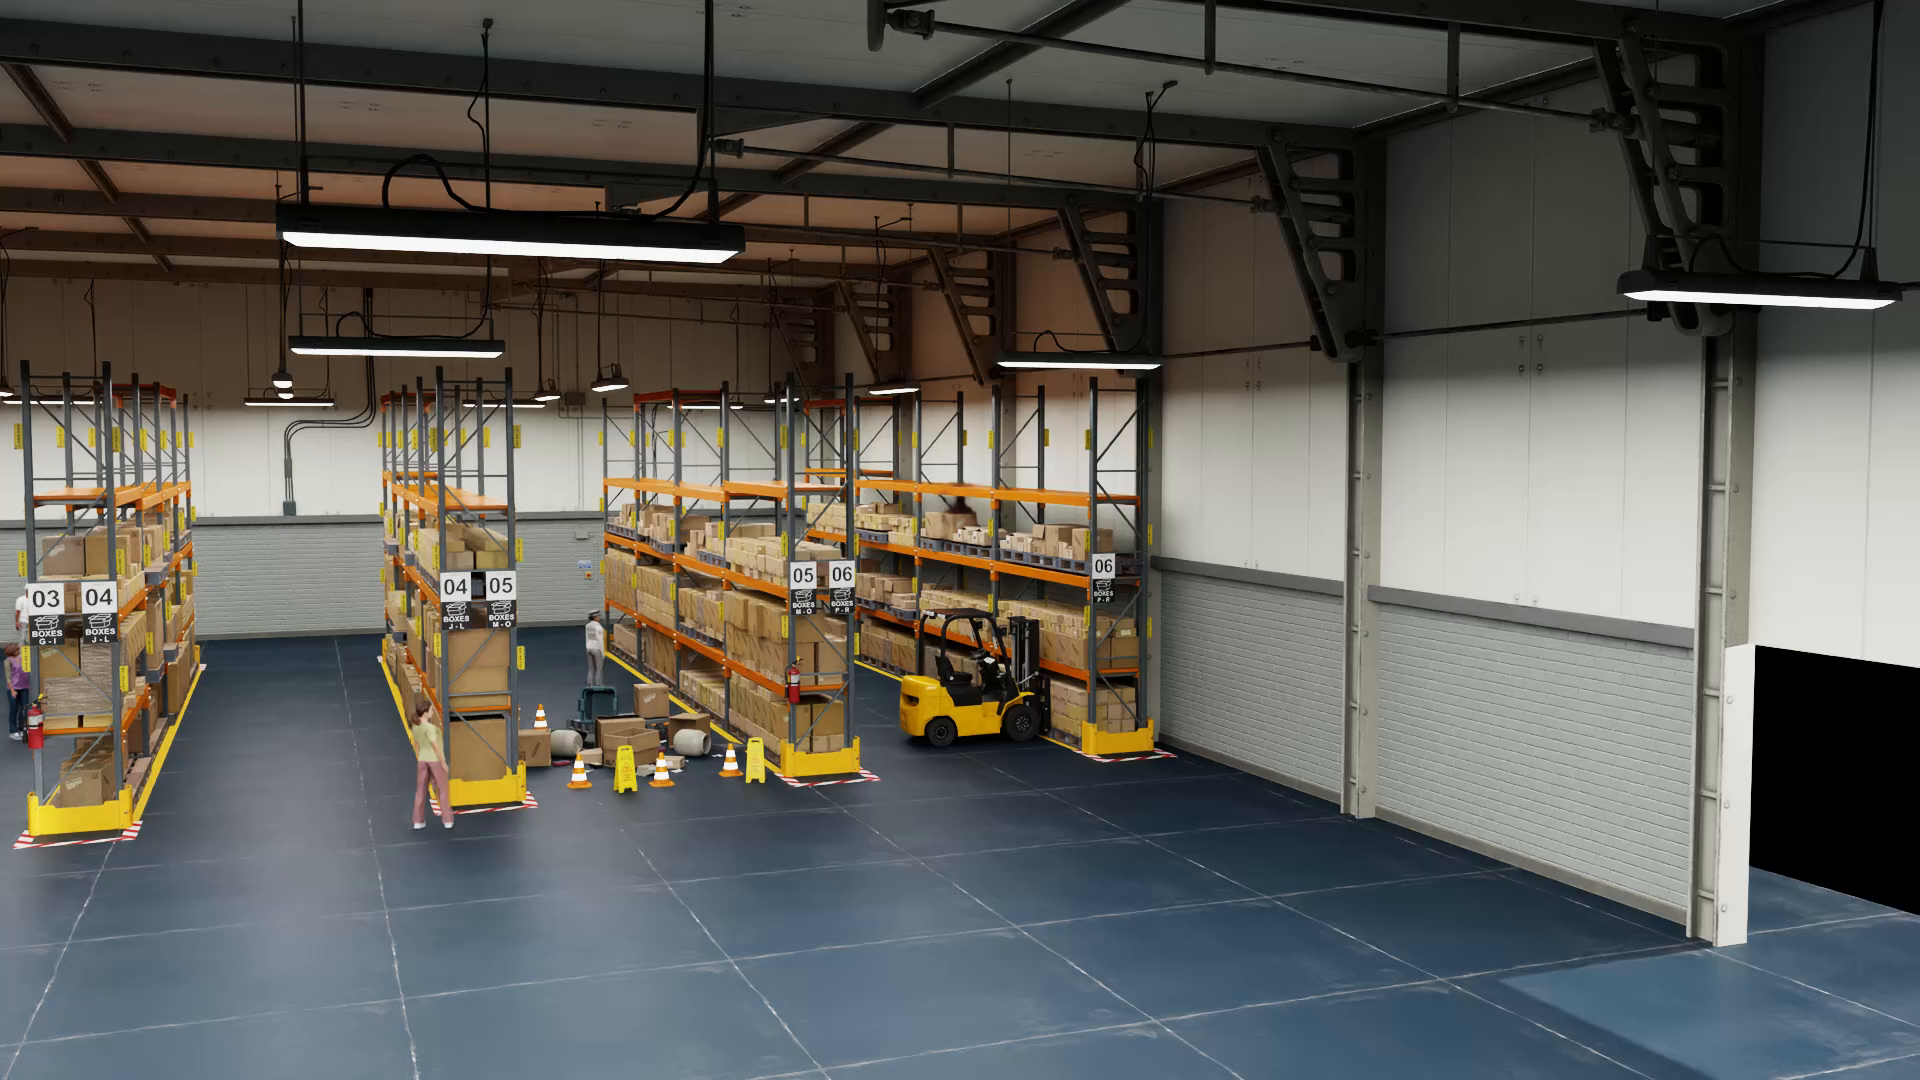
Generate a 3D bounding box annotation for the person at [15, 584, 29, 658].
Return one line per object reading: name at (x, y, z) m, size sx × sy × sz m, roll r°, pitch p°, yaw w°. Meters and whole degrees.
person at (-21.023, 1.865, 37.613) m, size 0.613 × 1.767 × 0.447 m, roll -2°, pitch 4°, yaw -31°

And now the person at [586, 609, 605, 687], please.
person at (-7.132, 2.188, 32.657) m, size 0.536 × 1.685 × 0.375 m, roll 3°, pitch 4°, yaw 39°

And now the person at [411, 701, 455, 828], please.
person at (-6.774, 2.884, 21.383) m, size 0.542 × 1.672 × 0.489 m, roll 1°, pitch 4°, yaw 18°

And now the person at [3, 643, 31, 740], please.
person at (-15.835, 2.531, 28.003) m, size 0.399 × 1.615 × 0.457 m, roll 1°, pitch 4°, yaw 20°
